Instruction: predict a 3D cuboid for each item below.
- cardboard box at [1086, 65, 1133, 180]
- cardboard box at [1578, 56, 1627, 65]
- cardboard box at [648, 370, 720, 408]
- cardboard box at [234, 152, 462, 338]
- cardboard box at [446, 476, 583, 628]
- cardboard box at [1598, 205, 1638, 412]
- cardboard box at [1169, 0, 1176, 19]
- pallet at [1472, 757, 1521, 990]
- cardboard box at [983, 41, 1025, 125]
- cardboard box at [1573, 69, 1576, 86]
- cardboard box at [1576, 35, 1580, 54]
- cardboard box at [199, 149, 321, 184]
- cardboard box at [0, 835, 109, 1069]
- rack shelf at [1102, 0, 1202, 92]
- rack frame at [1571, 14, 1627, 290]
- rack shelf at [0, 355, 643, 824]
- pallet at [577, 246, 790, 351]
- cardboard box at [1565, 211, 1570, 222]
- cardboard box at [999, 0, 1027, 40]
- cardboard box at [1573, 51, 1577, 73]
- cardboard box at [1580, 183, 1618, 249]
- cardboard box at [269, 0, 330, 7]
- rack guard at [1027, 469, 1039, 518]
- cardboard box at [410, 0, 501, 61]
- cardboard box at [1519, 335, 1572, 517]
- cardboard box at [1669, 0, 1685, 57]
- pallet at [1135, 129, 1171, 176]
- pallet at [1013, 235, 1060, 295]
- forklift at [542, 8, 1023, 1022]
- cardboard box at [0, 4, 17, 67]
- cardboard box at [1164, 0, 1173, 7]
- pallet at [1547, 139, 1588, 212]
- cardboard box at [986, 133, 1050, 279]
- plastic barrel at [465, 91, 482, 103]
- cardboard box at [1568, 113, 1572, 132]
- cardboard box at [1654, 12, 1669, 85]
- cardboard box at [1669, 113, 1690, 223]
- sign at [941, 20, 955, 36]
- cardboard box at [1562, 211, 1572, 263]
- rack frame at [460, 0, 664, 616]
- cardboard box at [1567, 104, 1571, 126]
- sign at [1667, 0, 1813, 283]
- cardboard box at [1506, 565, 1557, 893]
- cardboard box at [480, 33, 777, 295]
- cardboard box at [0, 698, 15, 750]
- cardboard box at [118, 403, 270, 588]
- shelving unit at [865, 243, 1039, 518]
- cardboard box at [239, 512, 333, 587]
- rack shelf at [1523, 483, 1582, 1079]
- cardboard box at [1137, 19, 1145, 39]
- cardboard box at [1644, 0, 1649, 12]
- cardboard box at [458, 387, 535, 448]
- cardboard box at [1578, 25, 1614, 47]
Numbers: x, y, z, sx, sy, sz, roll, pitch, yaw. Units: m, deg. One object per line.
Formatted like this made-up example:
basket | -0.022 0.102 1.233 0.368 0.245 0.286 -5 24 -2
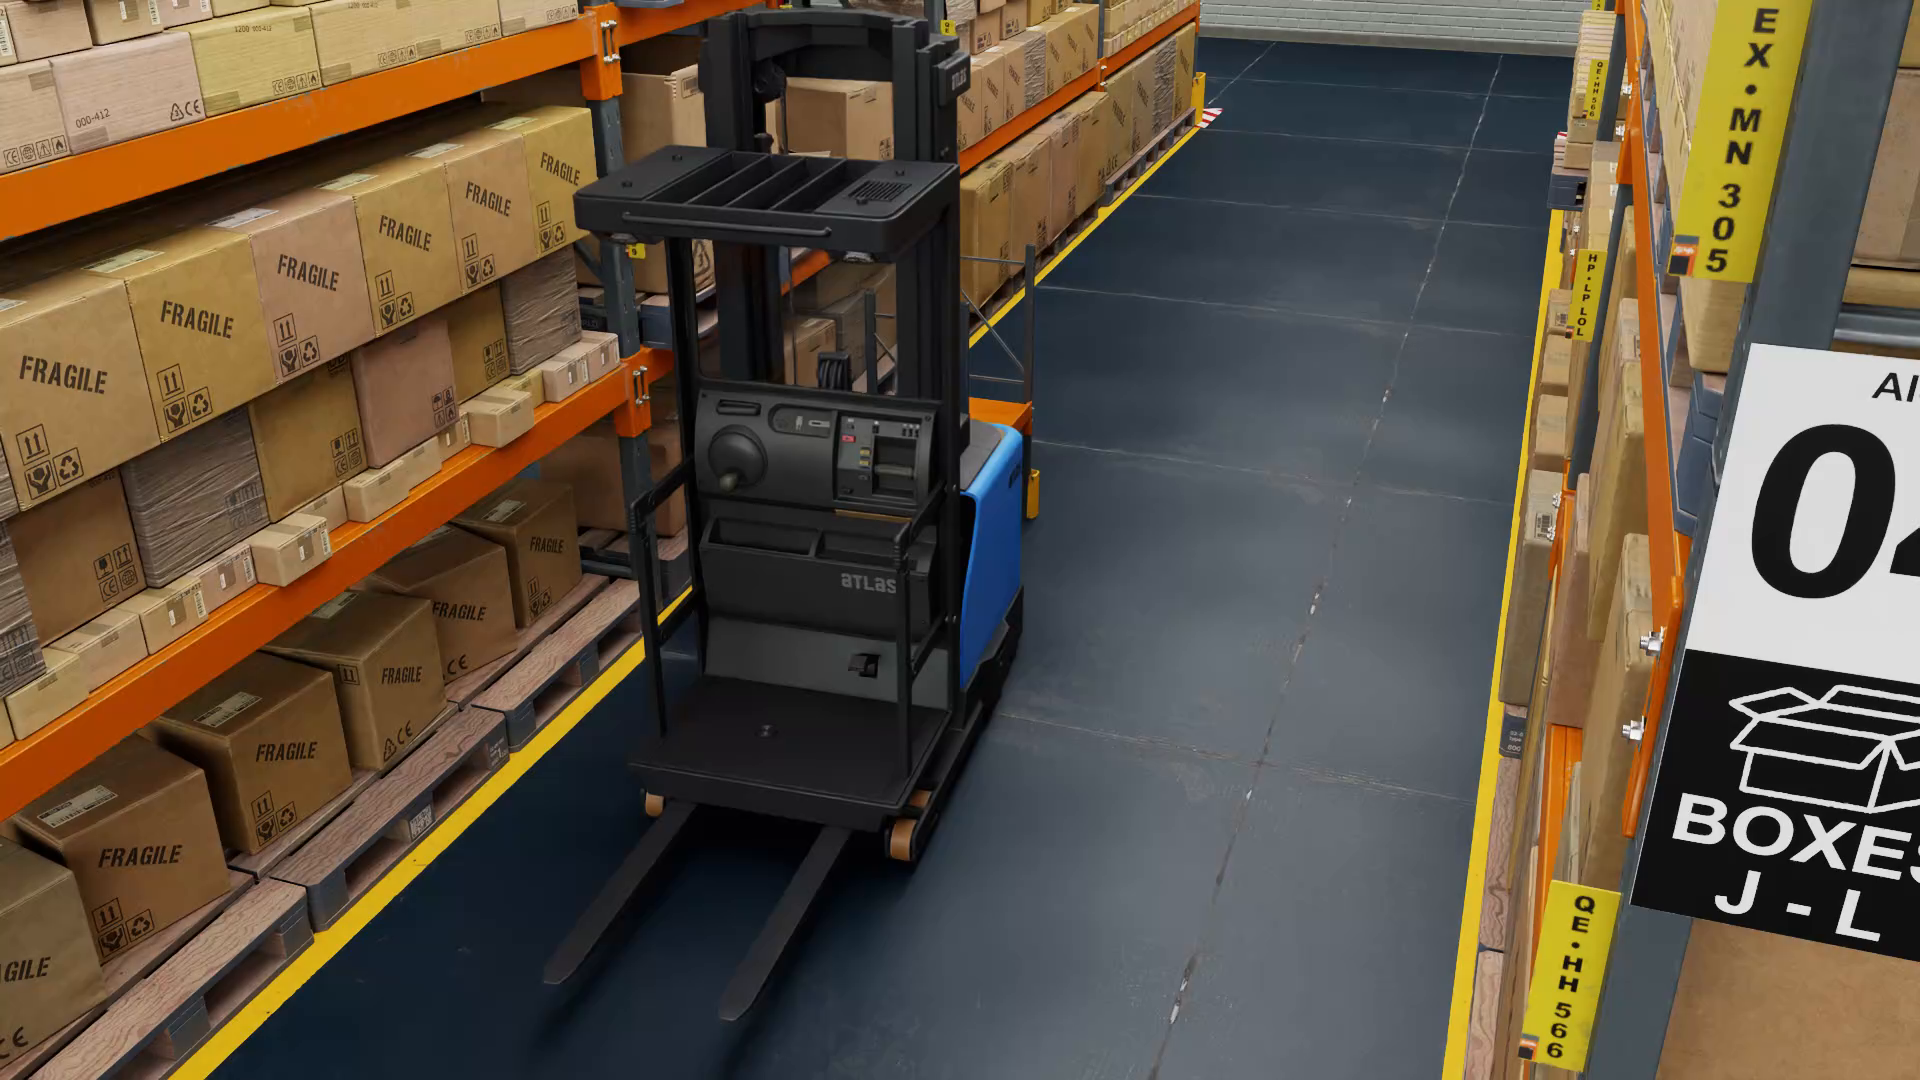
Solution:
cardboard box | 1.032 -3.839 15.193 0.875 0.875 0.875 9 27 17
cardboard box | 4.124 -2.973 10.572 0.380 0.149 0.250 9 27 17
cardboard box | -1.524 -0.575 8.858 0.700 0.500 0.500 9 27 17
cardboard box | -2.148 -1.052 5.878 0.500 0.500 0.500 9 27 17
cardboard box | -2.096 0.035 7.621 0.500 0.500 0.500 8 27 16
cardboard box | 2.563 -0.705 5.353 0.875 0.550 0.550 9 27 17
cardboard box | 1.921 -5.264 16.467 0.380 0.149 0.250 8 27 16
pallet | 2.391 1.258 5.910 1.003 0.211 1.213 9 27 17
cardboard box | 0.161 -3.332 12.074 0.500 0.500 0.500 8 27 17
cardboard box | 4.297 -3.058 11.088 0.380 0.149 0.250 8 27 16
cardboard box | 4.815 -3.701 12.416 0.380 0.149 0.250 9 27 18
cardboard box | -2.647 -1.129 6.036 0.500 0.500 0.500 9 27 17
cardboard box | -3.033 1.266 5.079 0.500 0.500 0.500 14 29 27
rack shelf | 1.402 -4.845 16.140 1.077 0.370 4.000 9 27 17
rack frame | 4.049 -1.942 9.319 1.000 3.000 0.127 9 27 17
rack shelf | -2.591 0.086 5.955 1.077 0.370 4.000 9 27 17
pallet | -1.534 -1.266 8.143 1.003 0.211 1.213 9 27 17
cardboard box | 5.189 -2.702 13.679 0.380 0.149 0.250 9 27 18
cardboard box | 0.101 -4.042 12.389 0.797 0.503 0.637 10 27 19
cardboard box | 4.815 -3.567 12.481 0.380 0.149 0.250 7 27 15
cardboard box | 3.310 -1.425 8.137 0.500 0.500 0.500 9 27 17
cardboard box | -2.195 -1.803 5.305 0.380 0.149 0.250 10 28 20
rack guard | 0.140 -0.286 9.054 0.587 0.250 0.087 9 27 17
cardboard box | -2.015 -1.903 5.969 0.500 0.250 0.500 9 27 19
cardboard box | 3.474 -0.522 8.485 1.050 0.750 0.750 9 27 18
cardboard box | 1.790 -1.165 3.507 0.500 0.250 0.500 9 27 18
pallet | 1.468 -3.896 16.554 1.003 0.211 1.213 9 27 17
pallet | 0.147 -2.261 13.177 1.003 0.211 1.213 9 27 17
forklift | -0.604 -0.301 6.008 1.130 2.935 3.031 7 27 14
cardboard box | -2.644 -1.273 4.209 0.380 0.149 0.250 10 28 20
cardboard box | 1.818 -5.402 16.295 0.500 0.250 0.500 8 27 16
pallet | 4.186 -2.164 9.998 1.213 0.211 1.003 9 27 17
cardboard box | -0.041 -2.582 12.596 1.225 0.875 0.875 9 27 18
plastic barrel | -4.367 -3.798 15.077 0.600 0.901 0.708 9 27 17
cardboard box | 3.871 -2.531 10.000 0.380 0.149 0.250 10 28 19
cardboard box | 1.854 -1.145 3.923 0.380 0.149 0.250 9 27 17
cardboard box | 1.432 -0.624 2.847 0.380 0.149 0.250 9 27 18
sign | -0.080 -3.114 10.501 0.100 0.325 0.005 9 27 17
cardboard box | 4.884 -2.385 12.620 0.500 0.500 0.500 10 28 19
rack frame | -1.926 -1.059 7.496 1.000 3.000 0.127 9 27 17
cardboard box | 4.124 -2.708 10.707 0.380 0.149 0.250 8 27 15
sign | 0.880 -0.452 1.874 0.100 0.325 0.005 9 27 17
cardboard box | 2.443 0.717 5.783 0.875 0.875 0.875 9 27 18
cardboard box | -1.529 -1.824 7.906 1.000 1.000 1.000 9 27 18
cardboard box | -2.836 0.515 4.532 0.380 0.149 0.250 9 27 17
cardboard box | -2.787 -0.238 5.344 0.875 0.500 0.500 9 27 17
shelving unit | -0.025 -0.644 8.358 0.587 1.500 1.083 9 27 17
cardboard box | -2.346 0.013 5.570 0.380 0.149 0.250 9 27 17
rack shelf | 2.053 0.847 4.384 1.077 0.370 4.000 9 27 17
cardboard box | 1.494 -4.737 15.379 0.380 0.149 0.250 8 27 17
cardboard box | 2.276 -1.669 5.005 0.380 0.149 0.250 8 27 17
cardboard box | -1.930 -0.501 6.631 0.380 0.149 0.250 9 27 17
cardboard box | 4.555 -3.512 11.685 0.380 0.149 0.250 8 27 17
